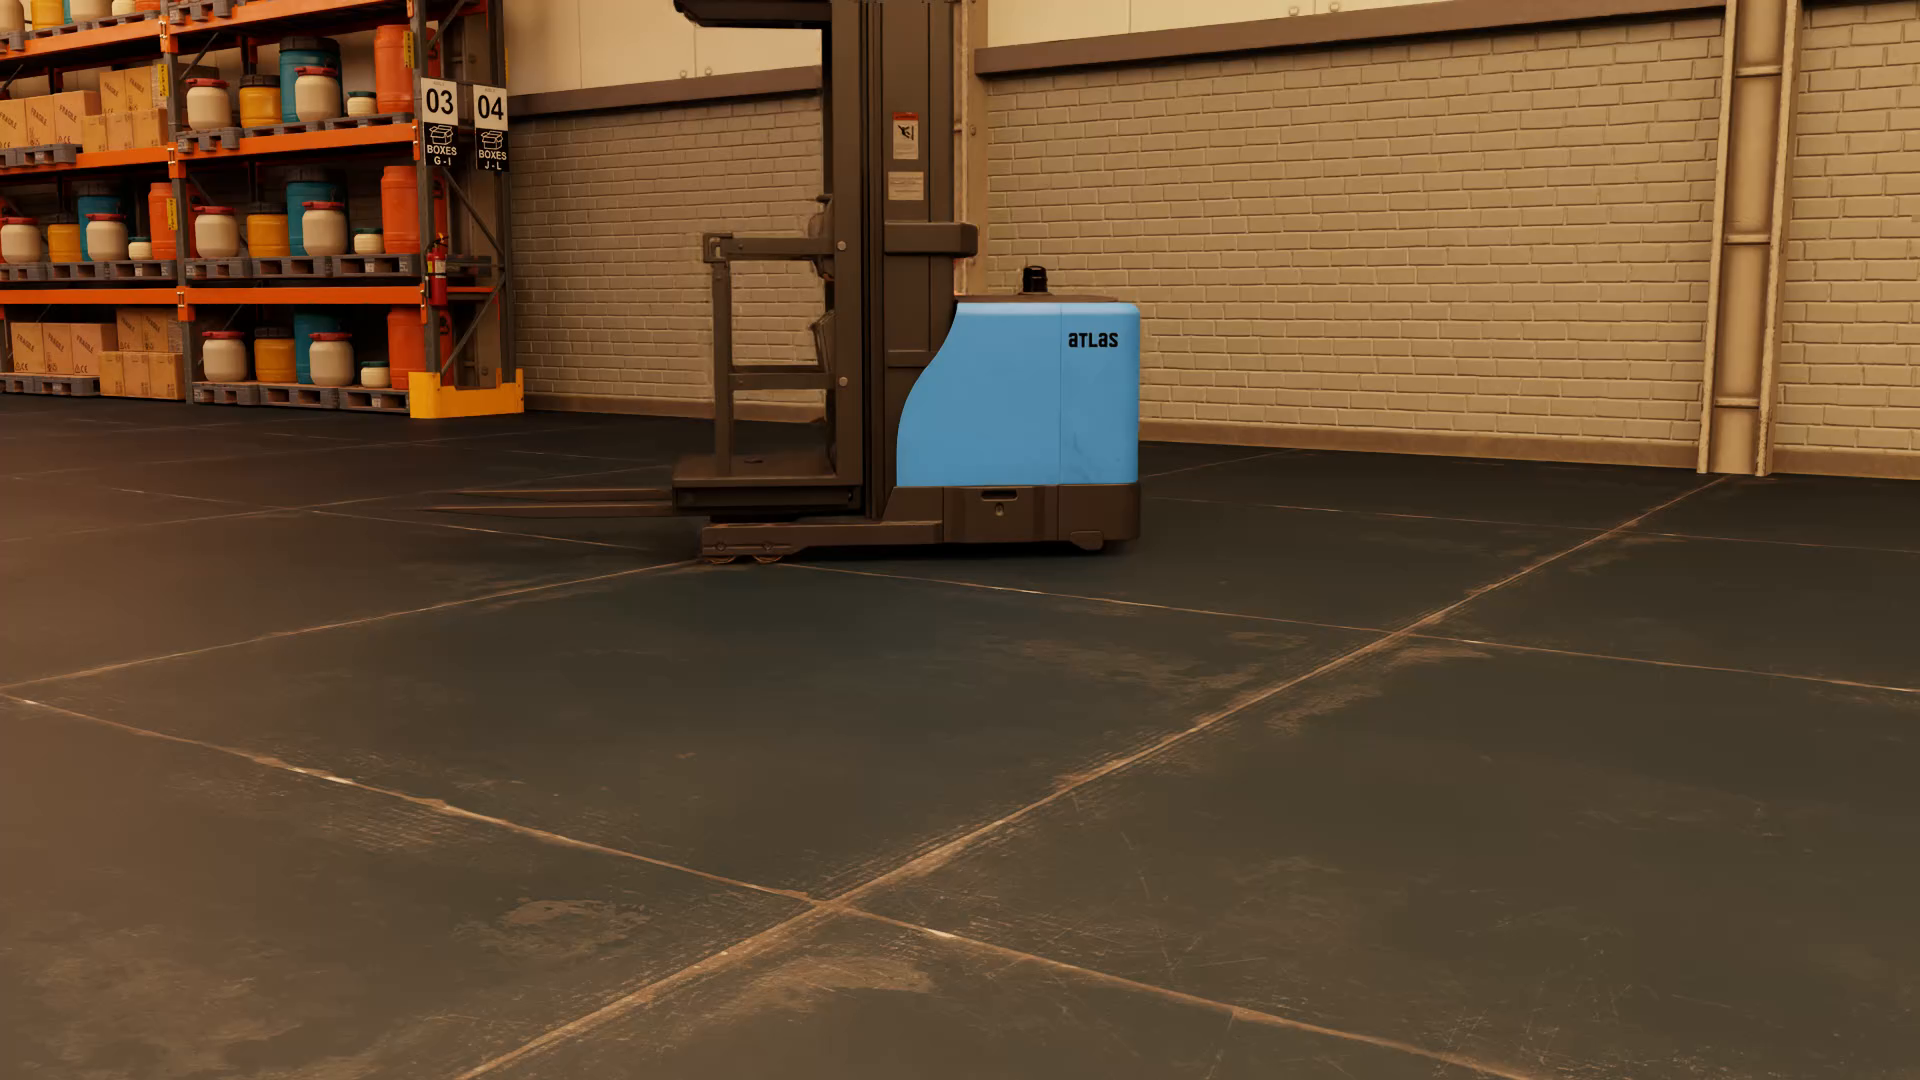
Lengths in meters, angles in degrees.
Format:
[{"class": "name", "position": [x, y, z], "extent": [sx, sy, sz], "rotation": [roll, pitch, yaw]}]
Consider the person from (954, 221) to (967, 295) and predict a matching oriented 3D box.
[{"class": "person", "position": [-0.001, -0.971, 9.108], "extent": [1.047, 1.539, 0.977], "rotation": [-8, 11, -43]}]

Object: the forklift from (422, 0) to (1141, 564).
[{"class": "forklift", "position": [-0.775, -1.430, 7.248], "extent": [3.031, 2.935, 1.130], "rotation": [-1, 8, -7]}]
